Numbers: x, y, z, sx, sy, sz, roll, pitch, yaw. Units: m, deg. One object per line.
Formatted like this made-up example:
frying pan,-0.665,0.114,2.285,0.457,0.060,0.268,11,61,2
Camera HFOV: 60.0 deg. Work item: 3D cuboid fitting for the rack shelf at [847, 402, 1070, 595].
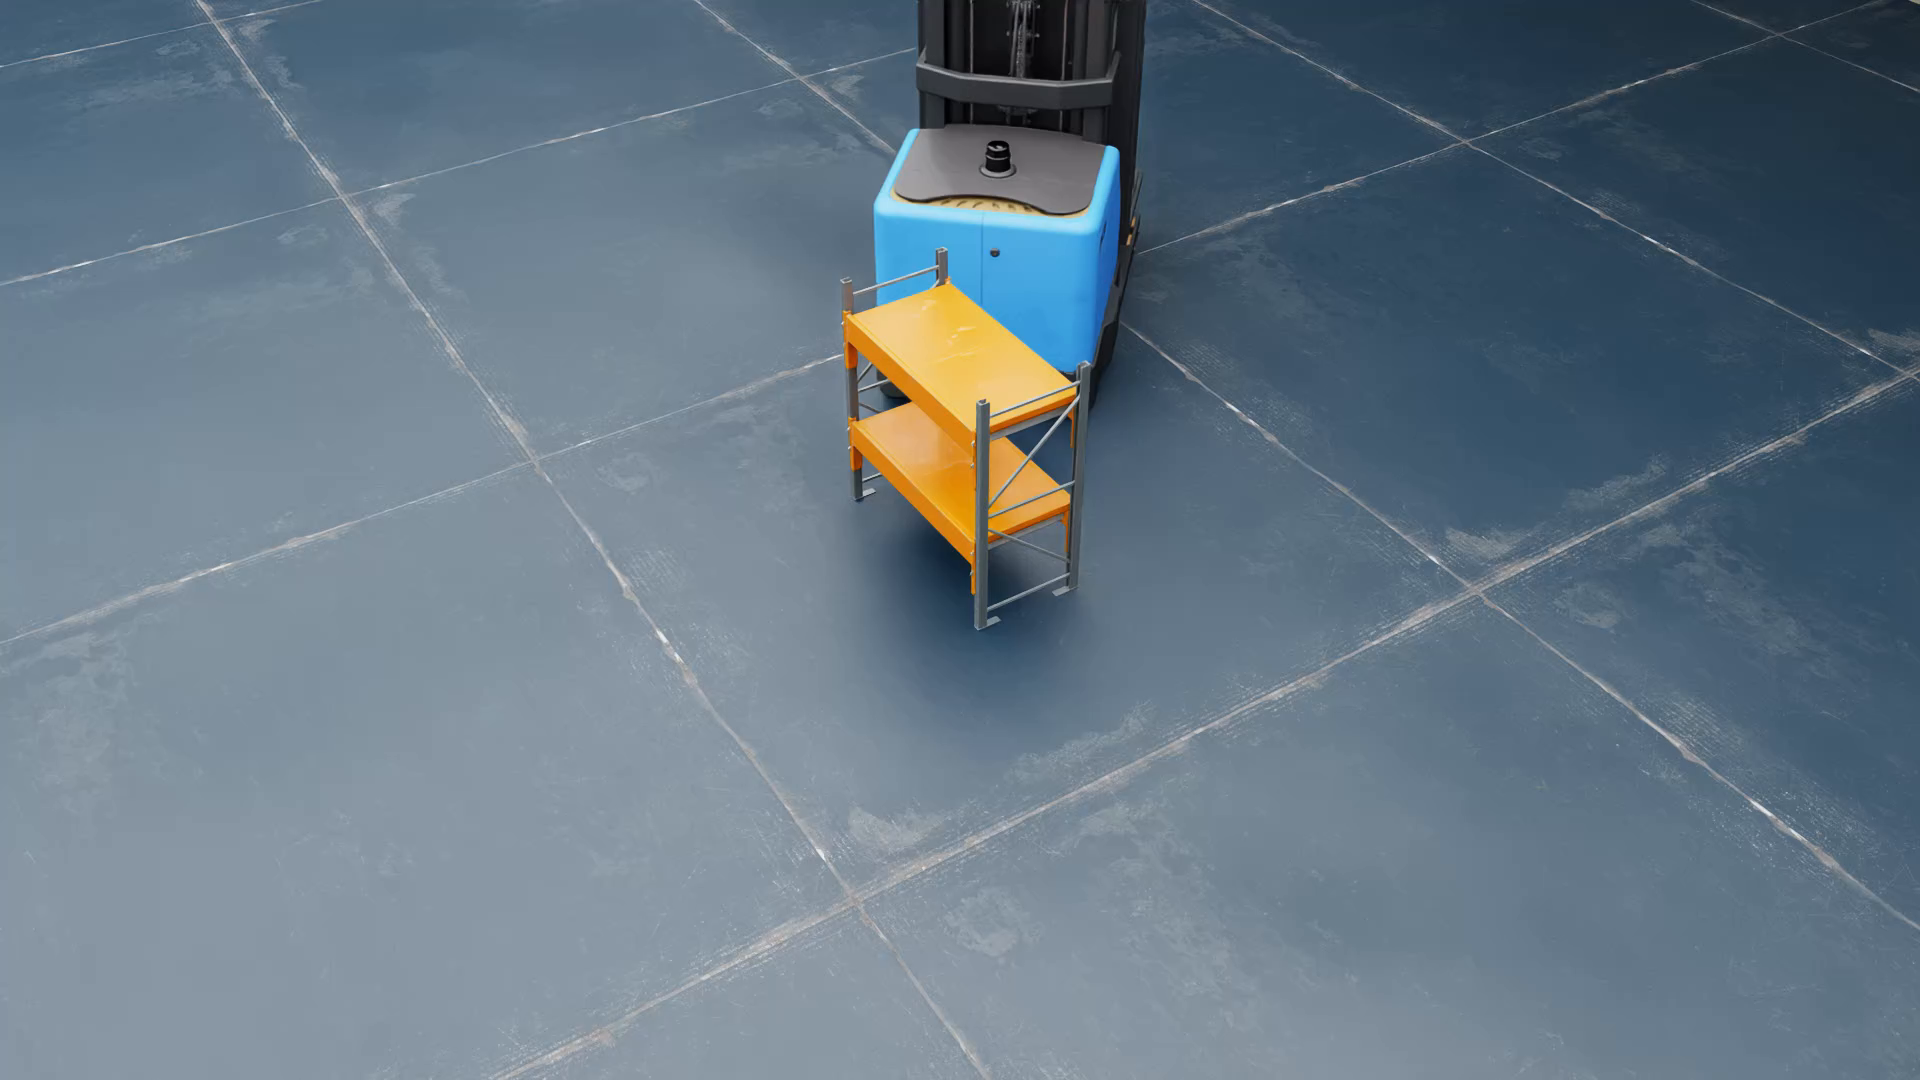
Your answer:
rack shelf,0.004,-0.241,7.042,0.538,0.278,1.000,-22,45,-24

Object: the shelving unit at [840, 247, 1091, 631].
shelving unit,0.004,-0.428,6.886,0.538,1.125,1.048,-22,45,-24

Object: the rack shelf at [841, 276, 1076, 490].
rack shelf,0.004,-0.653,6.698,0.538,0.278,1.000,-22,45,-24

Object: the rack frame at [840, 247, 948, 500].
rack frame,-0.270,-0.703,7.215,0.500,1.125,0.032,-22,45,-24

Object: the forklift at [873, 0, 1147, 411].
forklift,0.385,-2.657,8.149,1.130,2.935,3.031,7,40,8

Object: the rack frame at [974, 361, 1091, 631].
rack frame,0.277,-0.154,6.556,0.500,1.125,0.032,-22,45,-24
